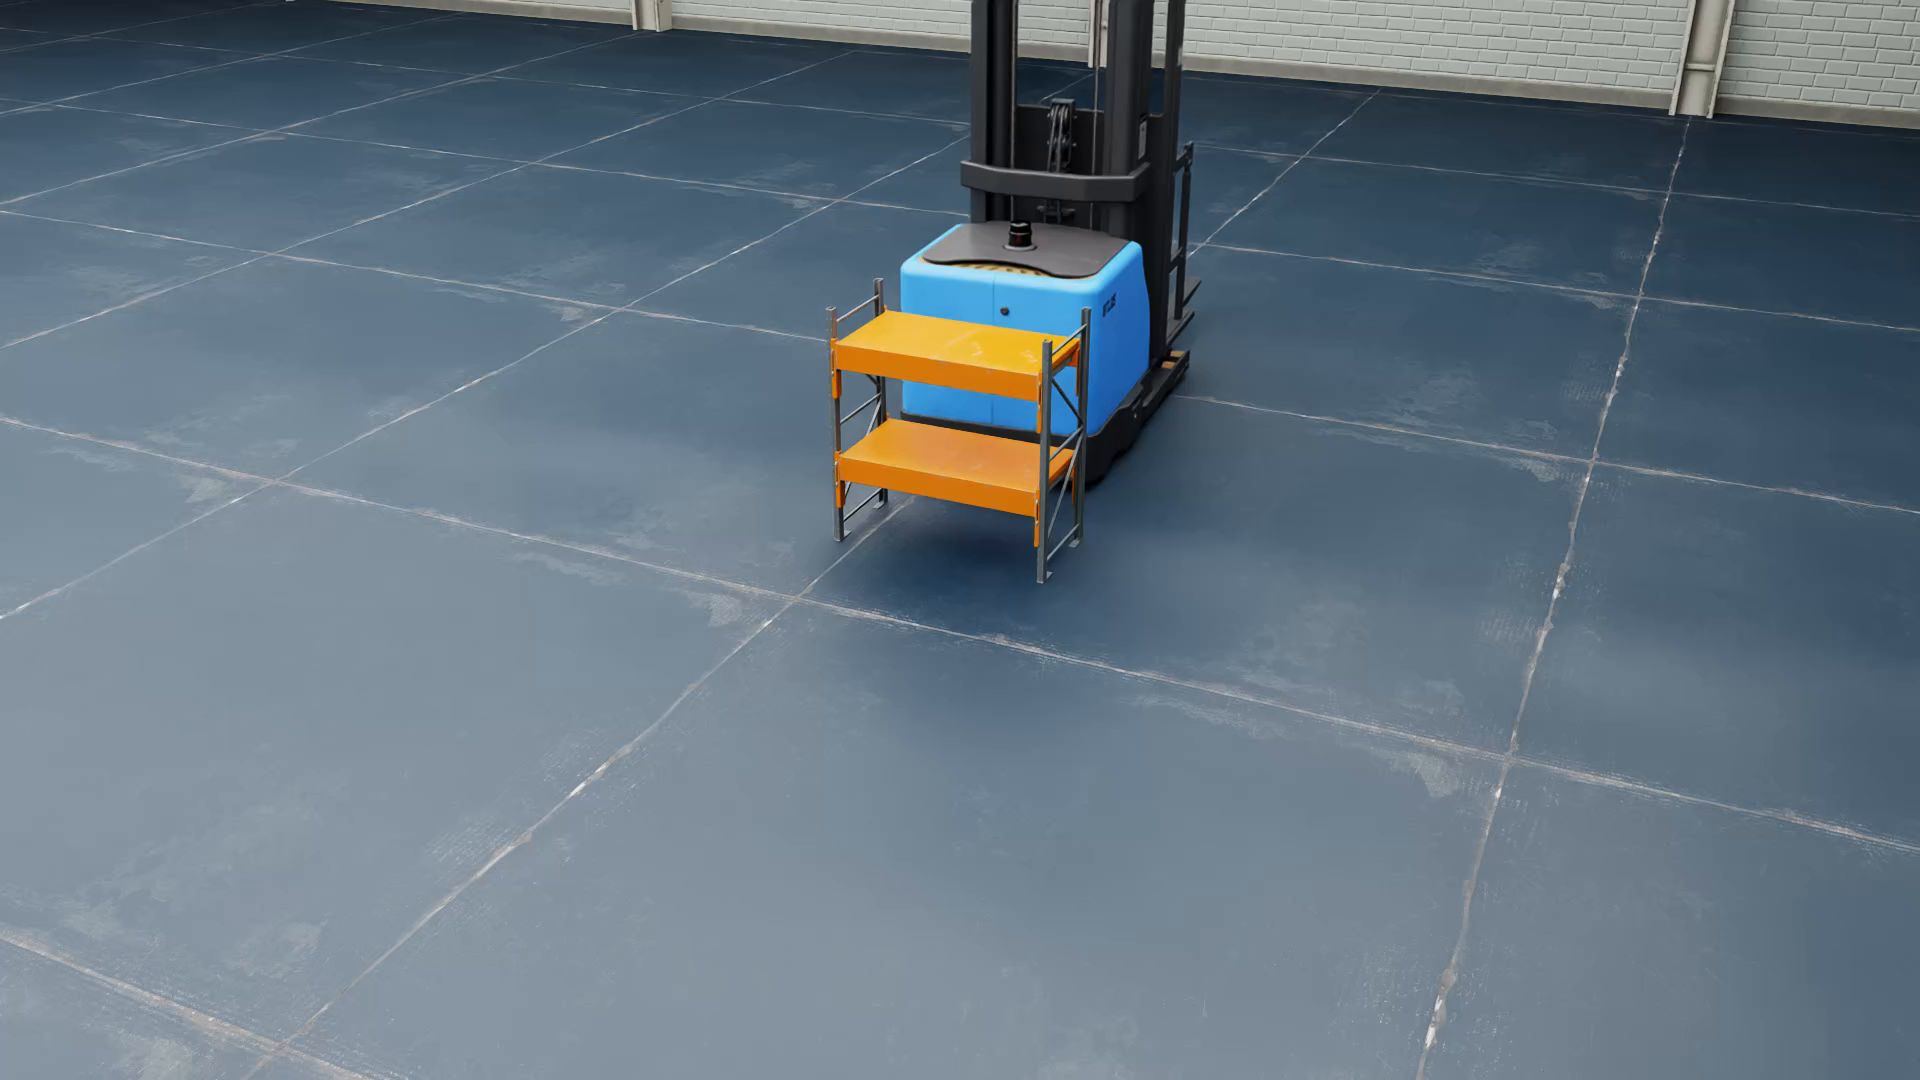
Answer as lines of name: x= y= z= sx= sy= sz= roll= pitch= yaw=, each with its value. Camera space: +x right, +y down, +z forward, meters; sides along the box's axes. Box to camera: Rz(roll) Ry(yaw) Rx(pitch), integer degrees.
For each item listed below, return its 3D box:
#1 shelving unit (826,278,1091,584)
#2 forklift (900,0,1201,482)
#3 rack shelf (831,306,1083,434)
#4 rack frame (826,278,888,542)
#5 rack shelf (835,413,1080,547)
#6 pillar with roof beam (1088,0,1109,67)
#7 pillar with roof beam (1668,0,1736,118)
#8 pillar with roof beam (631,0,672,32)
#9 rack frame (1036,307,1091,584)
shelving unit: x=-0.006 y=-0.506 z=7.504 sx=1.048 sy=1.125 sz=0.538 roll=11 pitch=28 yaw=22
forklift: x=0.692 y=-2.225 z=8.950 sx=1.130 sy=2.935 sz=3.031 roll=9 pitch=28 yaw=19
rack shelf: x=-0.006 y=-0.768 z=7.375 sx=1.000 sy=0.278 sz=0.538 roll=11 pitch=28 yaw=22
rack frame: x=-0.469 y=-0.599 z=7.693 sx=0.032 sy=1.125 sz=0.500 roll=11 pitch=28 yaw=22
rack shelf: x=-0.006 y=-0.287 z=7.612 sx=1.000 sy=0.278 sz=0.538 roll=11 pitch=28 yaw=22
pillar with roof beam: x=-0.126 y=-7.555 z=12.906 sx=0.400 sy=9.000 sz=9.100 roll=11 pitch=28 yaw=22
pillar with roof beam: x=5.335 y=-6.457 z=10.678 sx=0.400 sy=9.000 sz=9.100 roll=11 pitch=28 yaw=22
pillar with roof beam: x=-5.588 y=-8.652 z=15.135 sx=0.400 sy=9.000 sz=9.100 roll=11 pitch=28 yaw=22
rack frame: x=0.457 y=-0.413 z=7.315 sx=0.032 sy=1.125 sz=0.500 roll=11 pitch=28 yaw=22
